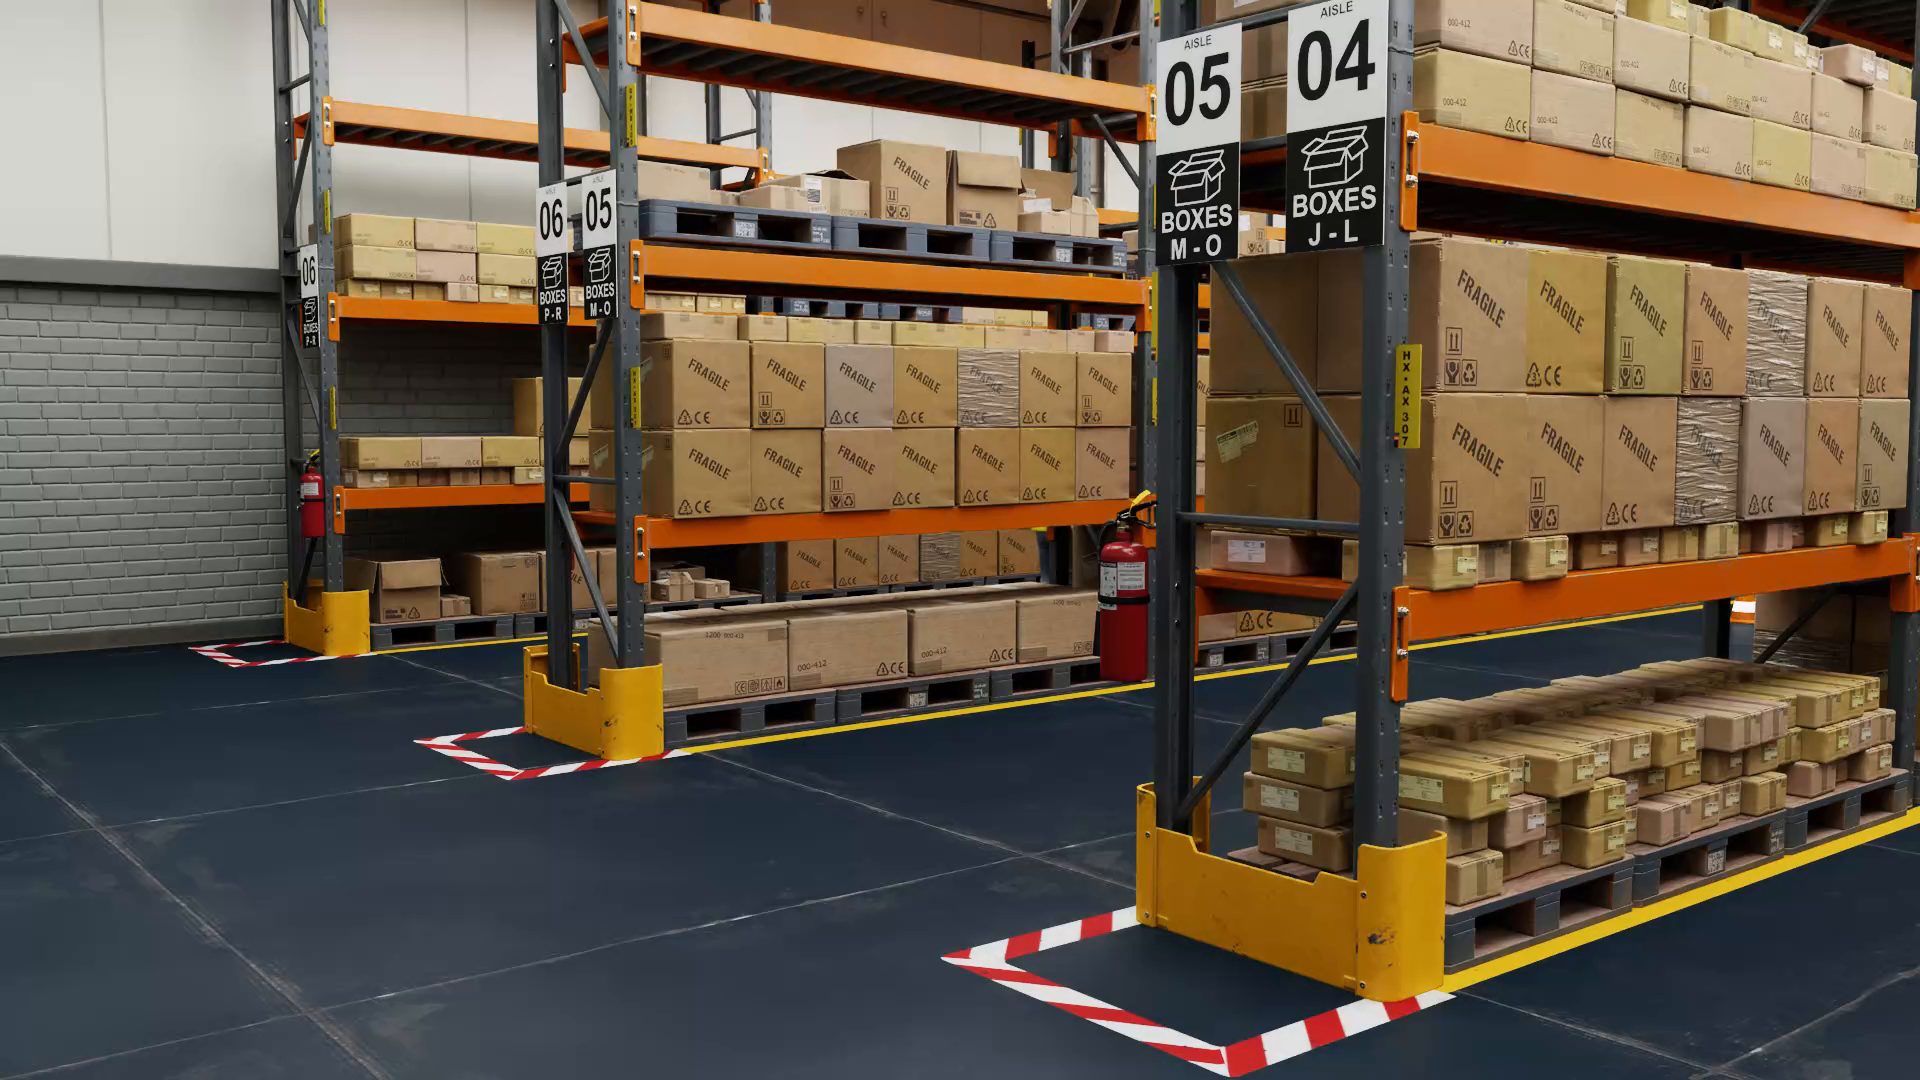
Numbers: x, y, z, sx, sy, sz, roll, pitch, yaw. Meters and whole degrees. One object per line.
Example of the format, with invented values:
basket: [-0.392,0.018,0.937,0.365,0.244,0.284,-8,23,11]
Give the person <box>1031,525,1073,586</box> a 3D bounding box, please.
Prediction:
person: [0.885,-0.066,14.271,0.587,1.759,0.503,-3,5,-38]
